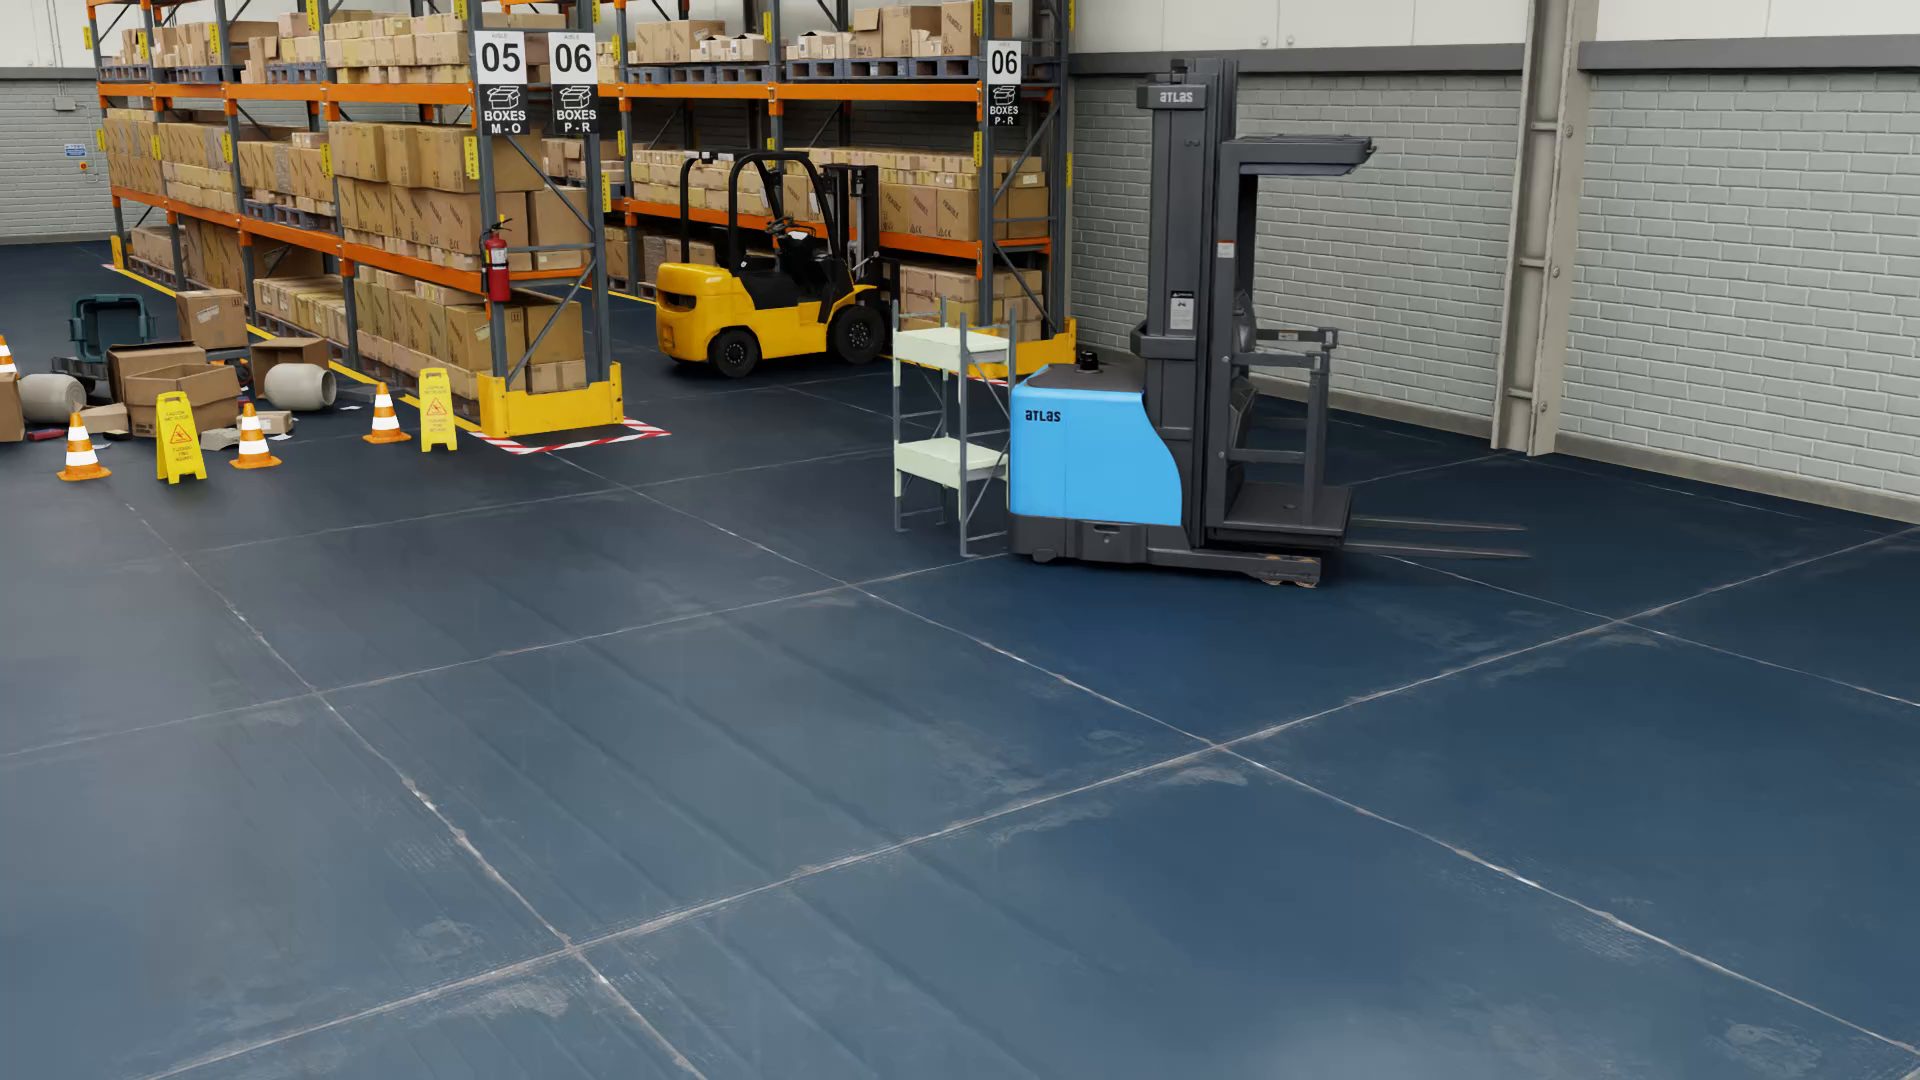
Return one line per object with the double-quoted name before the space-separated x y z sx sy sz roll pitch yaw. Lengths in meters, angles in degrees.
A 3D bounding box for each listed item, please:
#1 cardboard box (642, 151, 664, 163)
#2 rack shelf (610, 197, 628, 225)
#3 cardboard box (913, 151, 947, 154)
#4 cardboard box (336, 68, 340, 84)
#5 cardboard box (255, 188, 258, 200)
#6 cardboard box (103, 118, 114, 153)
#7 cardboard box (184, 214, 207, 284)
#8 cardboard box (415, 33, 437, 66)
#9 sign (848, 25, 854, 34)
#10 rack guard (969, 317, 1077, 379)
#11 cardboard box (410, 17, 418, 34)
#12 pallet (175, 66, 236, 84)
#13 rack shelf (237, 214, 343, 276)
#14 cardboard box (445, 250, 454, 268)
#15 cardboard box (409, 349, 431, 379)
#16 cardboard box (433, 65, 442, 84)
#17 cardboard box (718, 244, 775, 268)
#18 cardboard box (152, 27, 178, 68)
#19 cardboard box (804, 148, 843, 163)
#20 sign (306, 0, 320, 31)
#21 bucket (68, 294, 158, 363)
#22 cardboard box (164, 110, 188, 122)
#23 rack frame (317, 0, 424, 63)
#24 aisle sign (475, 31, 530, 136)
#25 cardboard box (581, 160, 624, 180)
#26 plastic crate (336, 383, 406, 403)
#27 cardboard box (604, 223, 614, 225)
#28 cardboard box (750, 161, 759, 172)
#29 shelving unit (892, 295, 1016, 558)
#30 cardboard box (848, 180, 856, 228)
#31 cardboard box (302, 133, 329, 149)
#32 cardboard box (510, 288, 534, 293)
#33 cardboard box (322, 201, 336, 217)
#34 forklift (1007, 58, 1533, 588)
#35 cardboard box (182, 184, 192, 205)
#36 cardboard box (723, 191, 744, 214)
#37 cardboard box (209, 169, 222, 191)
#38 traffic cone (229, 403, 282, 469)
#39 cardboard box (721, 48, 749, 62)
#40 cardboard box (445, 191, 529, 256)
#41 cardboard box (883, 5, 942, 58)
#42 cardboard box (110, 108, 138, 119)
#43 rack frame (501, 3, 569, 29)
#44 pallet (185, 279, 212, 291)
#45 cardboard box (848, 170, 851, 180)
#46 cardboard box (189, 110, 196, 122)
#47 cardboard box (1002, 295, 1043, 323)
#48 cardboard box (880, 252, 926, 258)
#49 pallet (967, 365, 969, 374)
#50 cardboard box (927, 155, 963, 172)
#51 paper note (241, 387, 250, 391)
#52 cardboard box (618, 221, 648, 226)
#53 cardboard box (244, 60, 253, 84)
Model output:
"cardboard box" -3.976 -5.056 21.949 0.380 0.149 0.250 -10 18 -33
"rack shelf" -5.259 -4.946 24.327 1.077 0.370 4.000 -11 19 -35
"cardboard box" -0.290 -4.101 17.898 0.380 0.149 0.250 -11 19 -34
"cardboard box" -5.759 -4.460 15.983 0.380 0.149 0.250 -11 19 -35
"cardboard box" -7.916 -4.012 19.232 0.380 0.149 0.250 -12 20 -38
"cardboard box" -12.748 -6.186 25.414 0.500 0.500 0.500 -11 19 -36
"cardboard box" -10.018 -4.006 22.761 0.875 0.875 0.875 -10 18 -33
"cardboard box" -4.195 -4.081 13.844 0.500 0.250 0.500 -11 19 -35
"sign" -1.283 -5.832 19.392 0.100 0.325 0.005 -11 19 -35
"rack guard" 0.635 -1.947 16.741 1.175 0.500 0.348 -11 19 -35
"cardboard box" -4.493 -4.411 14.293 0.380 0.149 0.250 -12 19 -36
"pallet" -9.177 -5.818 20.825 1.003 0.211 1.213 -10 18 -32
"rack shelf" -6.920 -3.320 18.388 1.077 0.370 4.000 -11 19 -35
"cardboard box" -4.157 -2.406 14.162 0.380 0.149 0.250 -11 19 -35
"cardboard box" -4.695 -1.616 15.211 0.500 0.250 0.500 -12 19 -37
"cardboard box" -4.129 -3.855 13.771 0.380 0.149 0.250 -10 18 -33
"cardboard box" -2.497 -3.345 20.819 0.875 0.625 0.625 -11 19 -35
"cardboard box" -10.164 -6.413 21.657 0.500 0.500 0.500 -11 19 -36
"cardboard box" -1.542 -4.363 18.853 0.380 0.149 0.250 -11 19 -34
"sign" -6.191 -5.039 15.899 0.100 0.325 0.005 -11 19 -35
"bucket" -7.743 -1.933 15.279 0.726 0.611 0.620 -4 6 -15
"cardboard box" -10.953 -5.881 23.070 0.380 0.149 0.250 -10 18 -33
"rack frame" -5.744 -6.134 15.941 1.000 3.000 0.127 -11 19 -35
"aisle sign" -3.590 -3.582 13.056 0.394 0.787 0.004 -11 19 -35
"cardboard box" -4.965 -5.171 23.275 0.500 0.250 0.500 -12 19 -37
"plastic crate" -5.484 -1.369 15.428 0.583 0.080 0.402 10 18 33
"cardboard box" -5.148 -4.475 23.954 0.380 0.149 0.250 -11 19 -35
"cardboard box" -2.278 -4.463 19.783 0.380 0.149 0.250 -11 19 -35
"shelving unit" -0.043 -0.727 10.390 0.431 1.500 0.755 -11 19 -34
"cardboard box" -1.063 -3.708 18.252 0.500 0.500 0.500 -11 19 -35
"cardboard box" -6.614 -4.156 17.301 0.380 0.149 0.250 -12 19 -36
"cardboard box" -4.256 -2.064 15.426 0.500 0.500 0.500 -10 18 -33
"cardboard box" -6.270 -3.389 16.955 0.380 0.149 0.250 -11 19 -34
"forklift" 1.861 -1.296 9.757 3.031 2.935 1.130 4 16 15
"cardboard box" -9.808 -4.519 21.689 0.500 0.250 0.500 -11 19 -35
"cardboard box" -2.539 -4.113 20.204 0.500 0.250 0.500 -11 19 -35
"cardboard box" -8.890 -4.436 20.439 0.500 0.250 0.500 -11 19 -36
"traffic cone" -5.386 -0.809 12.656 0.336 0.463 0.334 -11 19 -35
"cardboard box" -2.623 -5.776 19.805 0.380 0.149 0.250 -11 19 -35
"cardboard box" -3.934 -2.651 13.827 0.500 0.500 0.500 -11 19 -36
"cardboard box" -0.358 -5.194 17.015 0.700 0.500 0.500 -11 19 -34
"cardboard box" -12.543 -6.409 24.998 0.380 0.149 0.250 -10 18 -33
"rack frame" -6.435 -8.613 25.000 1.000 3.000 0.127 -11 19 -35
"pallet" -9.933 -3.450 22.783 1.003 0.211 1.213 -11 19 -35
"cardboard box" -1.027 -3.986 18.039 0.380 0.149 0.250 -12 19 -36
"cardboard box" -10.587 -5.952 23.328 0.380 0.149 0.250 -11 19 -34
"cardboard box" 0.513 -2.407 17.156 0.500 0.250 0.500 -10 18 -34
"cardboard box" -0.688 -3.079 18.663 0.500 0.250 0.500 -11 19 -34
"pallet" 0.137 -1.969 17.371 1.003 0.211 1.213 -11 19 -35
"cardboard box" -0.106 -3.805 16.815 0.380 0.149 0.250 -10 18 -33
"paper note" -6.812 -1.430 15.743 0.148 0.019 0.142 -11 19 -35
"cardboard box" -4.760 -4.557 24.256 0.380 0.149 0.250 -11 19 -36
"cardboard box" -7.898 -5.328 18.934 0.396 0.266 0.258 -11 19 -35
